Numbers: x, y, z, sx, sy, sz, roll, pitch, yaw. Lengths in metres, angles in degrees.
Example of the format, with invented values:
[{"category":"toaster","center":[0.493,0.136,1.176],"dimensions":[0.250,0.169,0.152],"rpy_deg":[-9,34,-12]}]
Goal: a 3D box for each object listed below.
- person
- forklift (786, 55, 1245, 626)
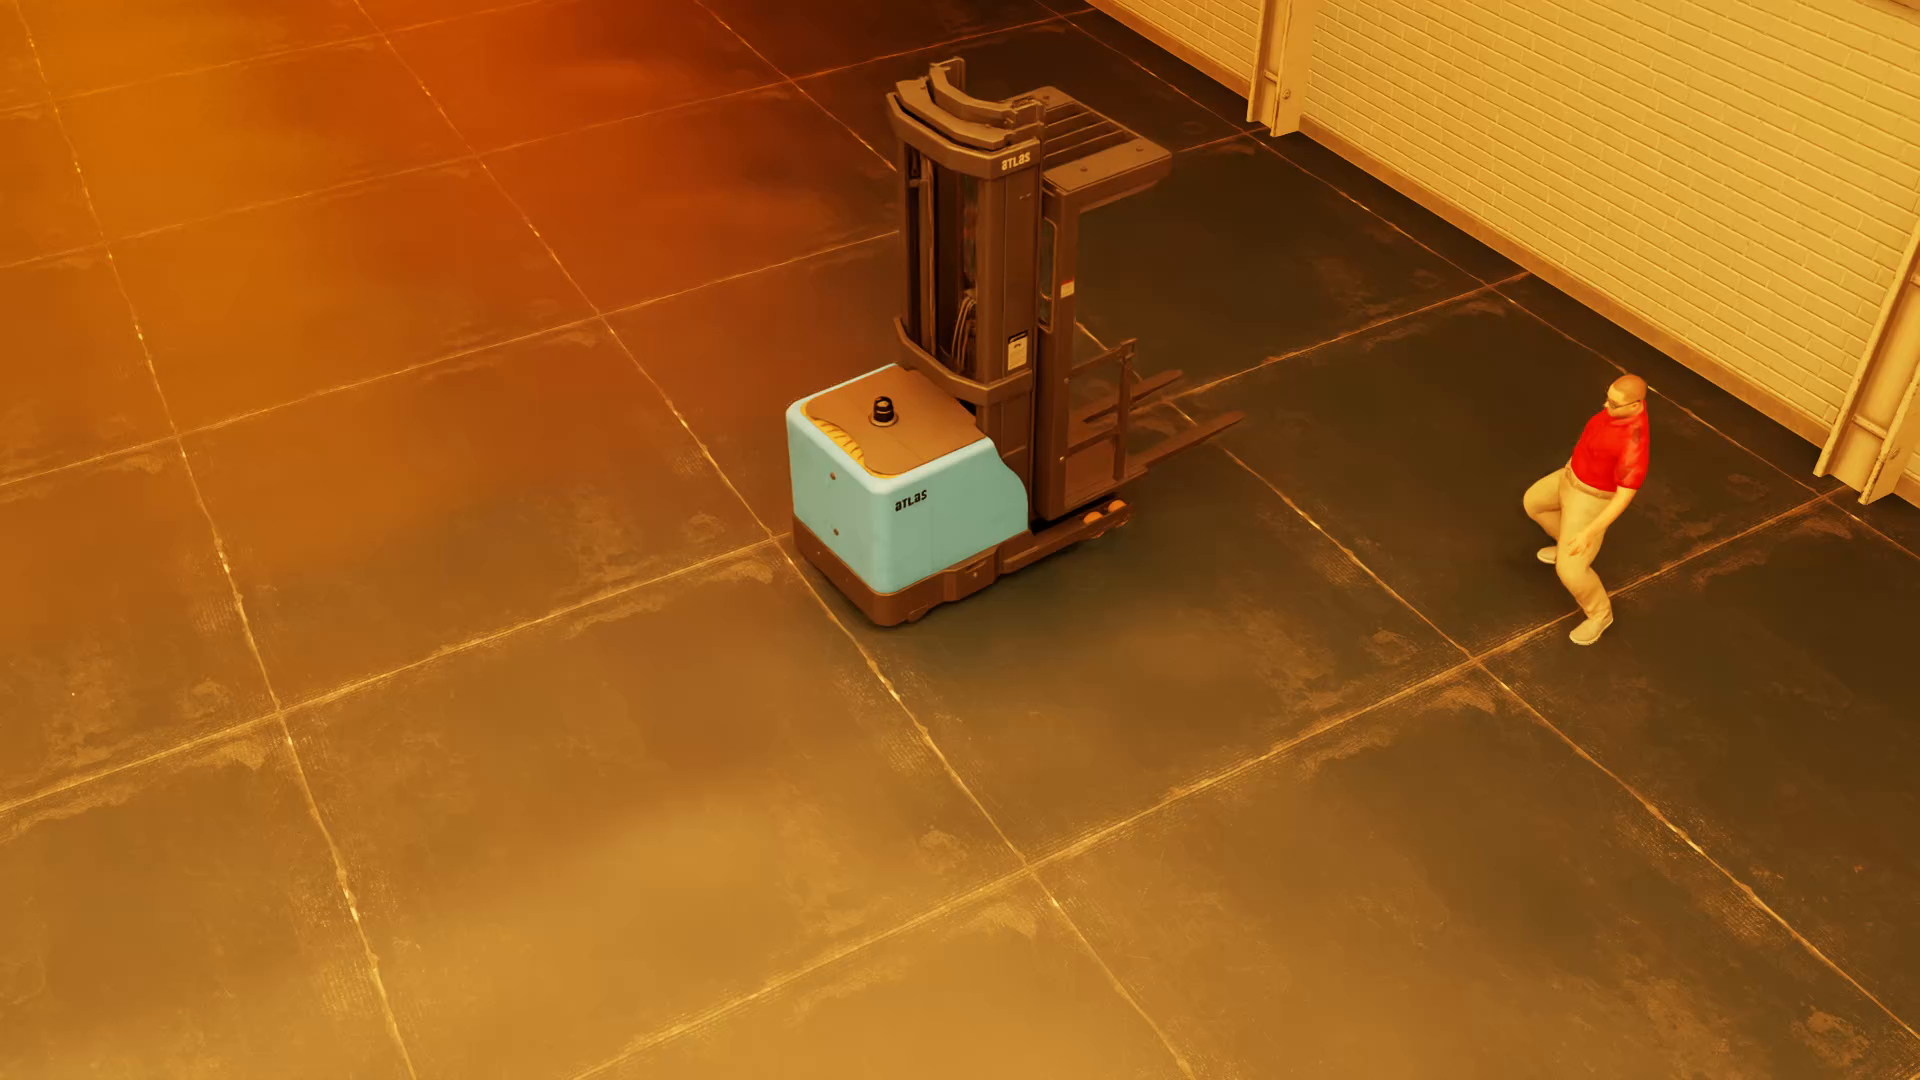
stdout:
[{"category":"person","center":[3.573,-0.287,9.420],"dimensions":[0.563,1.633,0.934],"rpy_deg":[6,40,8]},{"category":"forklift","center":[0.467,-1.386,9.707],"dimensions":[3.031,2.935,1.130],"rpy_deg":[-25,46,-27]}]
